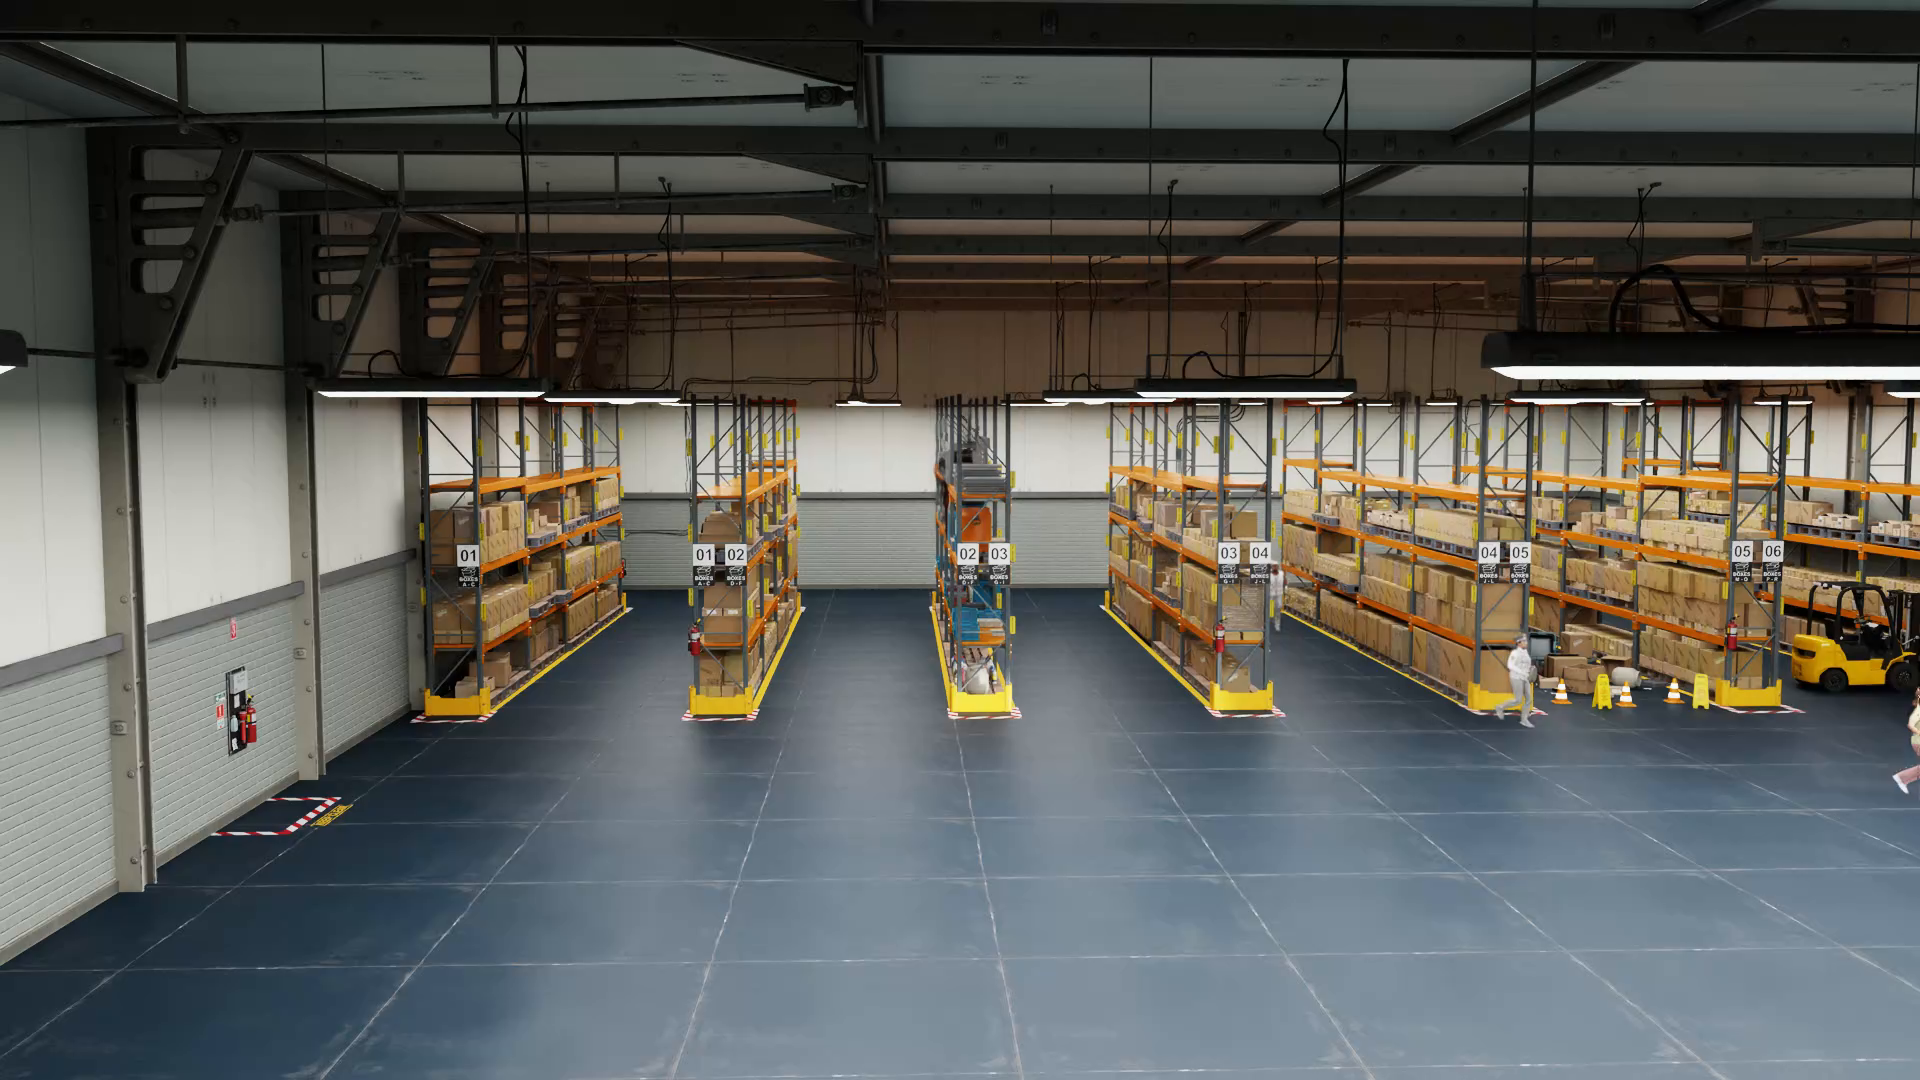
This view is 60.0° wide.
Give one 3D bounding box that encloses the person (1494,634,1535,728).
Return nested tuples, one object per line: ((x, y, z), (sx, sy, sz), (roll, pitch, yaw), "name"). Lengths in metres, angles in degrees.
((10.069, 2.525, 30.115), (0.733, 1.703, 0.637), (3, 6, 36), "person")

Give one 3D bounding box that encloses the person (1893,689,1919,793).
((14.061, 2.986, 24.357), (0.676, 1.639, 0.605), (3, 6, 37), "person")

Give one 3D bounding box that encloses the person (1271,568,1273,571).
((8.190, 1.357, 44.494), (0.700, 1.747, 0.673), (0, 4, -2), "person")

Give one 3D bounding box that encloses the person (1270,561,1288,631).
((8.188, 1.431, 43.278), (0.692, 1.789, 0.980), (0, 4, -1), "person")
